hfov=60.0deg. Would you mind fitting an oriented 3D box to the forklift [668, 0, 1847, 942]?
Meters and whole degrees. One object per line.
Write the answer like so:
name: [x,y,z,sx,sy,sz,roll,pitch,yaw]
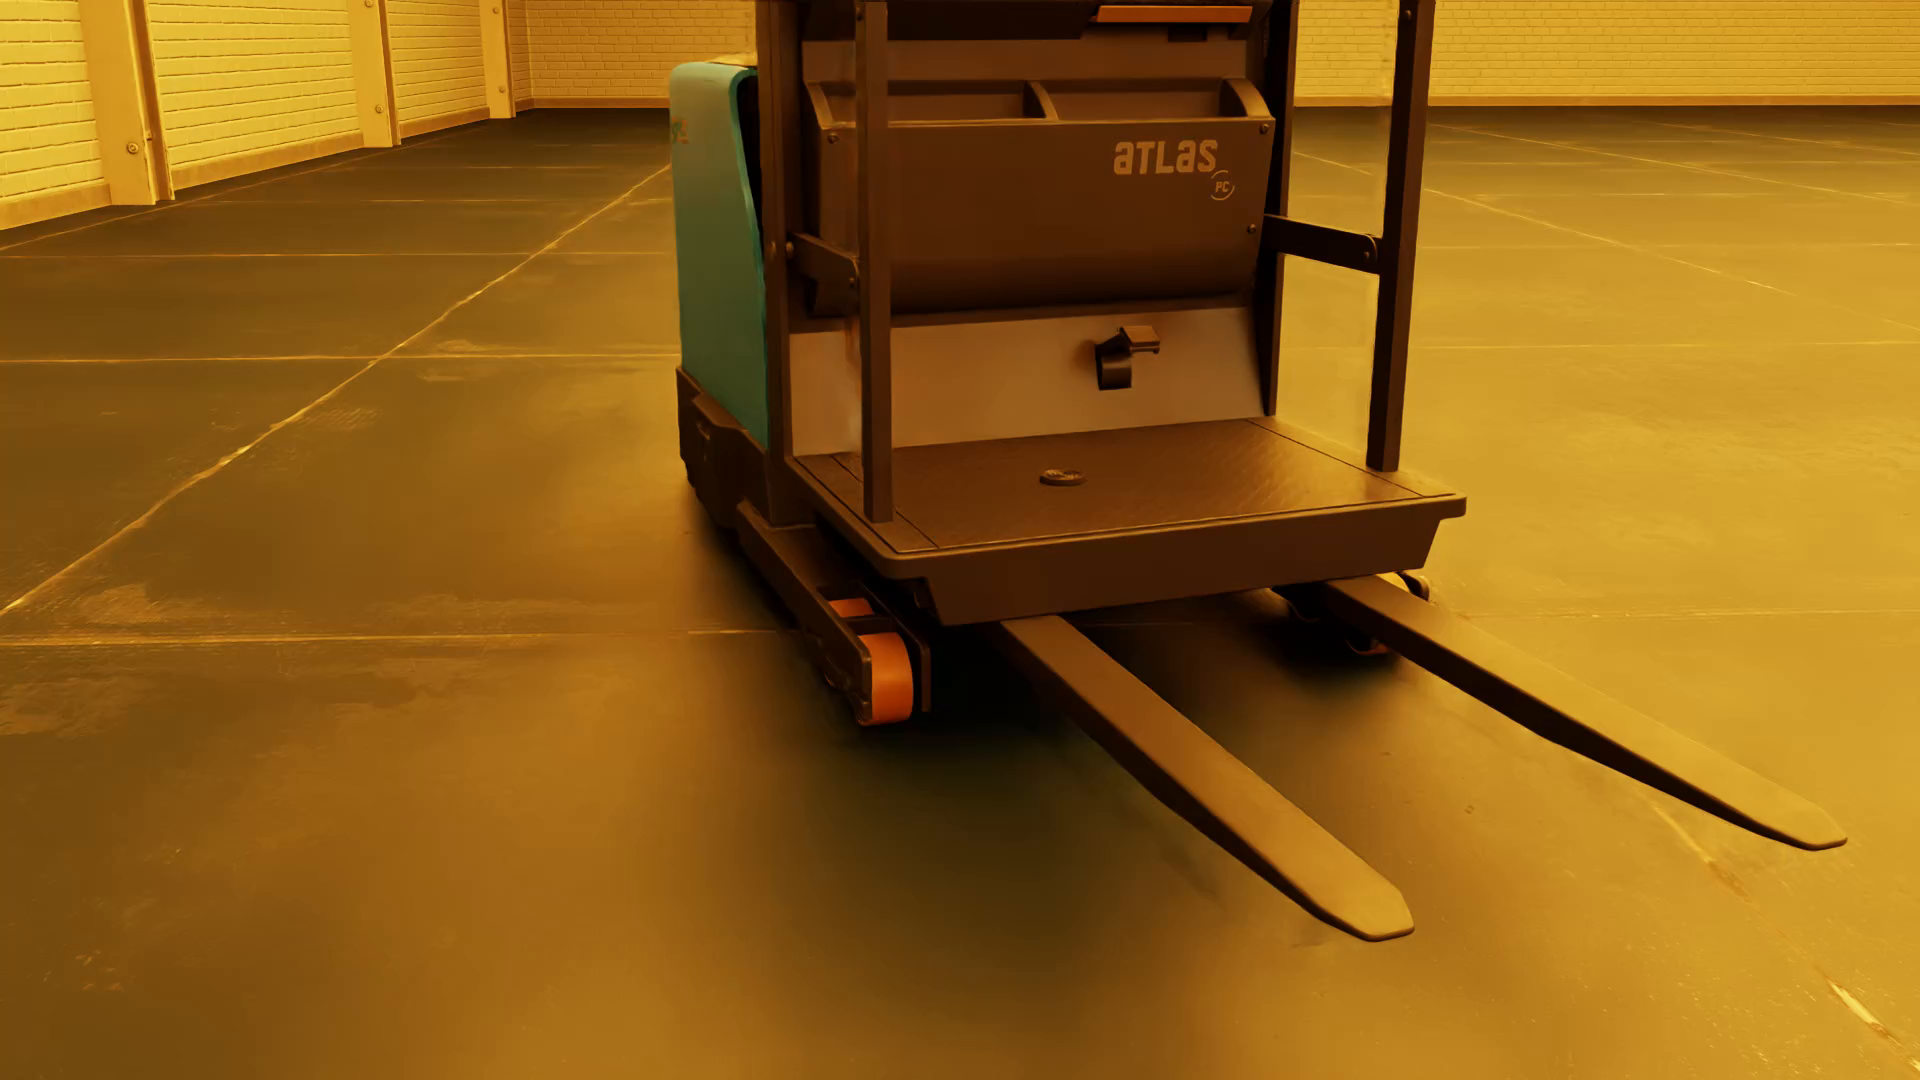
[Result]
forklift: [0.236,-1.214,2.876,1.130,2.935,3.031,-6,18,-19]
